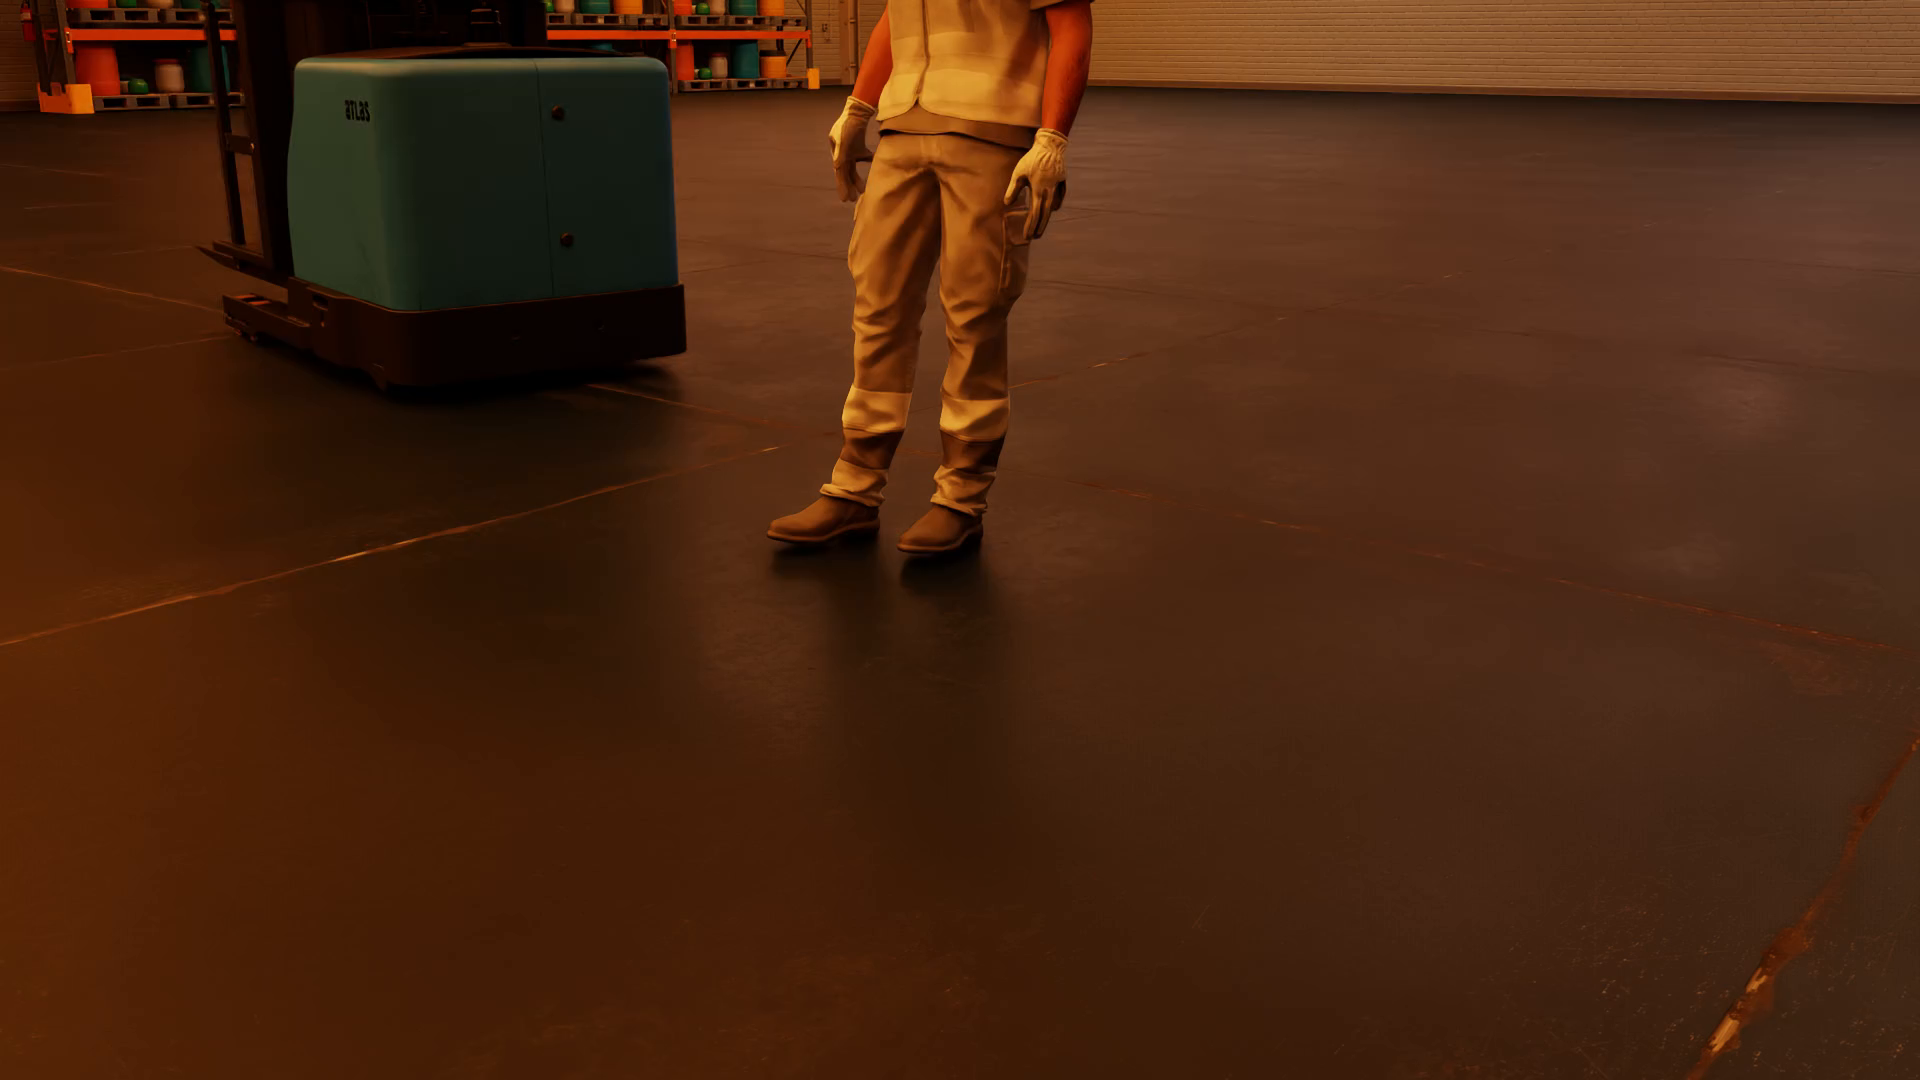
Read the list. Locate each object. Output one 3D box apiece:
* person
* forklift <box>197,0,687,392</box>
[{"bbox_3d":[-0.061,-0.848,3.629,0.637,1.787,0.564,13,21,37],"label":"person"},{"bbox_3d":[-2.279,-2.249,6.304,1.130,2.935,3.031,-13,21,-36],"label":"forklift"}]
